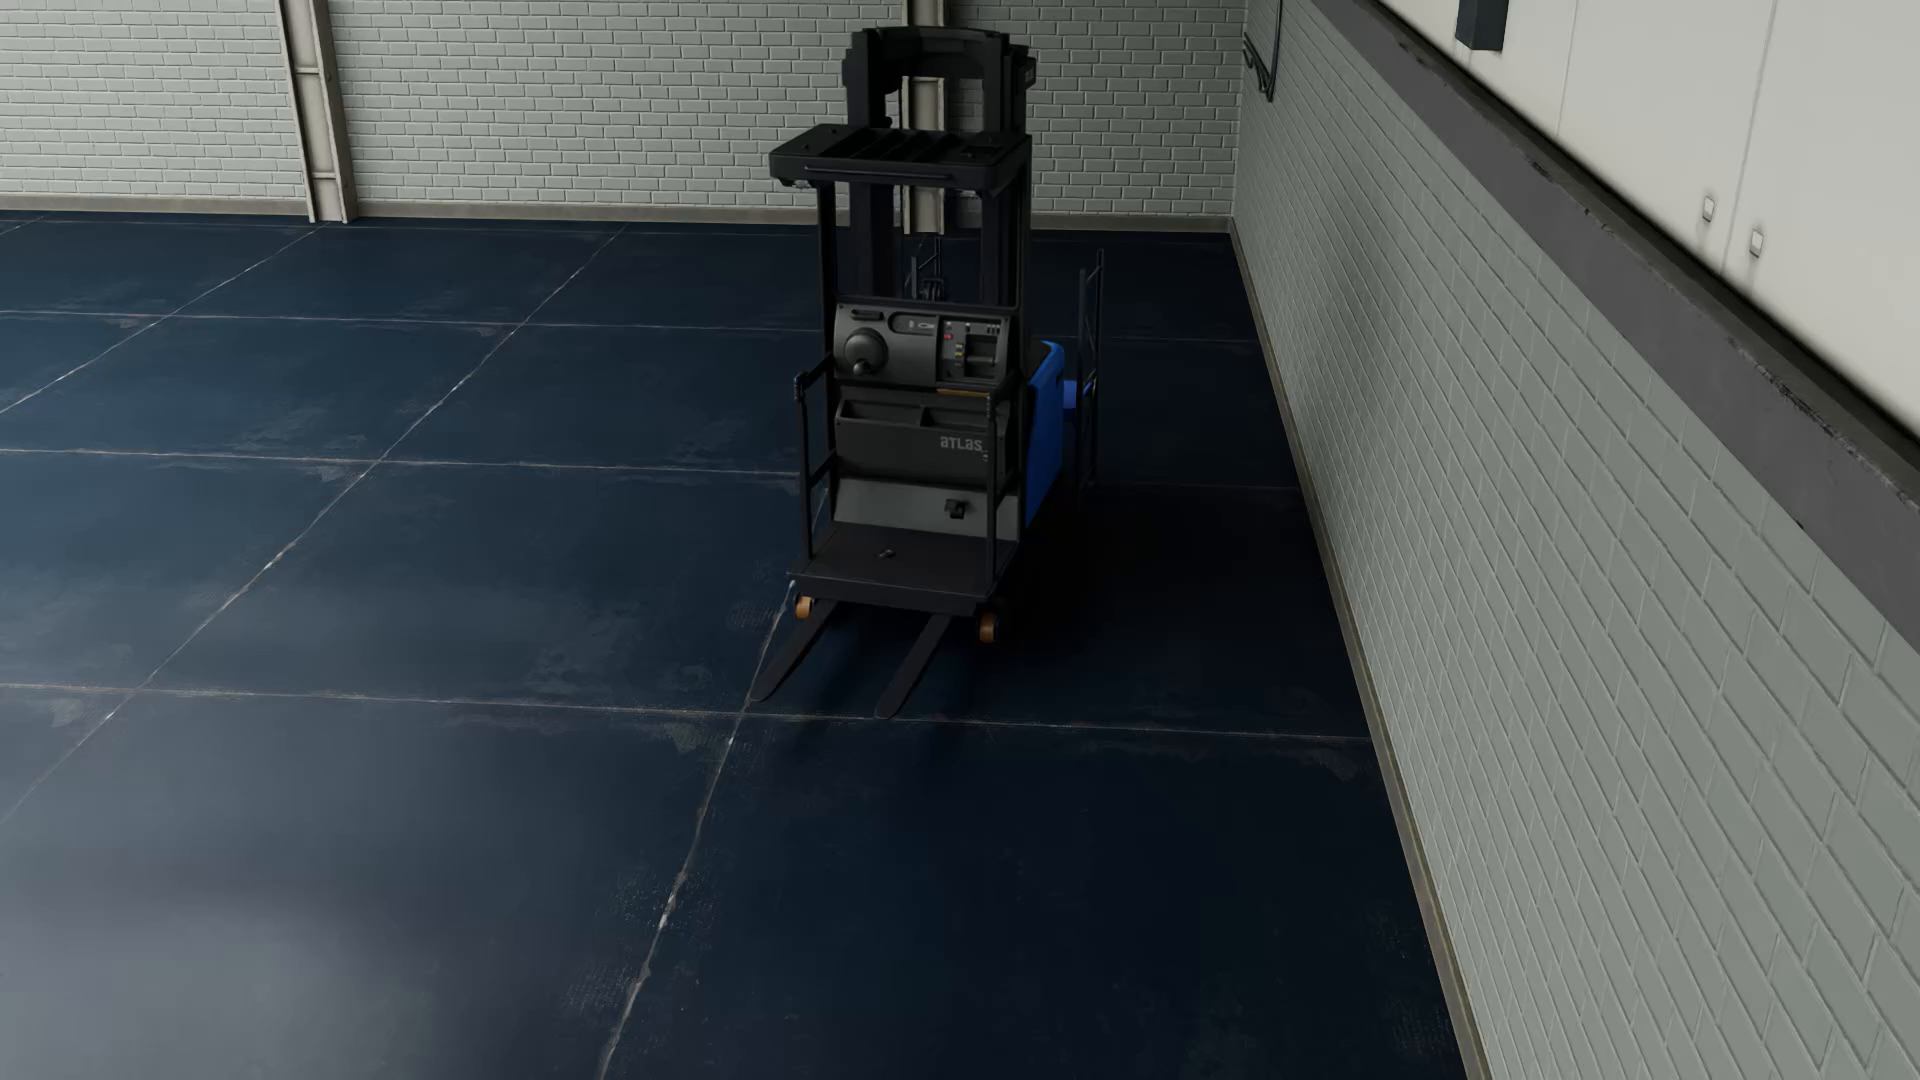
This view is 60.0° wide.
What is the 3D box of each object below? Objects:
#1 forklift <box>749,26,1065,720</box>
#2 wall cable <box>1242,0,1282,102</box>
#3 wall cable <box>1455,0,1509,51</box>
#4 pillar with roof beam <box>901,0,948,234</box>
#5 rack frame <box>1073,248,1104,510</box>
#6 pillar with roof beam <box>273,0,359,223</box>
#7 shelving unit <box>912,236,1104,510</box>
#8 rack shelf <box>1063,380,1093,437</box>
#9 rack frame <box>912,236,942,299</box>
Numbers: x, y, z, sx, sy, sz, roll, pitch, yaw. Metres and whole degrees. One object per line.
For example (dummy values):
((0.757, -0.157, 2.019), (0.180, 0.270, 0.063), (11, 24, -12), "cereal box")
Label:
((-0.251, -0.971, 8.355), (1.130, 2.935, 3.031), (6, 25, 14), "forklift")
((2.504, -5.085, 13.751), (0.112, 2.526, 3.097), (2, 25, 4), "wall cable")
((1.761, -4.085, 3.793), (0.169, 6.003, 2.305), (2, 25, 4), "wall cable")
((-0.662, -5.347, 10.605), (0.400, 9.000, 9.100), (2, 25, 4), "pillar with roof beam")
((0.776, -0.963, 10.050), (0.032, 1.500, 0.500), (7, 26, 15), "rack frame")
((-6.644, -5.539, 11.023), (0.400, 9.000, 9.100), (2, 25, 4), "pillar with roof beam")
((0.290, -1.026, 10.185), (1.048, 1.500, 0.538), (7, 26, 15), "shelving unit")
((0.290, -0.862, 10.260), (1.000, 0.185, 0.538), (7, 26, 15), "rack shelf")
((-0.196, -1.088, 10.320), (0.032, 1.500, 0.500), (7, 26, 15), "rack frame")
